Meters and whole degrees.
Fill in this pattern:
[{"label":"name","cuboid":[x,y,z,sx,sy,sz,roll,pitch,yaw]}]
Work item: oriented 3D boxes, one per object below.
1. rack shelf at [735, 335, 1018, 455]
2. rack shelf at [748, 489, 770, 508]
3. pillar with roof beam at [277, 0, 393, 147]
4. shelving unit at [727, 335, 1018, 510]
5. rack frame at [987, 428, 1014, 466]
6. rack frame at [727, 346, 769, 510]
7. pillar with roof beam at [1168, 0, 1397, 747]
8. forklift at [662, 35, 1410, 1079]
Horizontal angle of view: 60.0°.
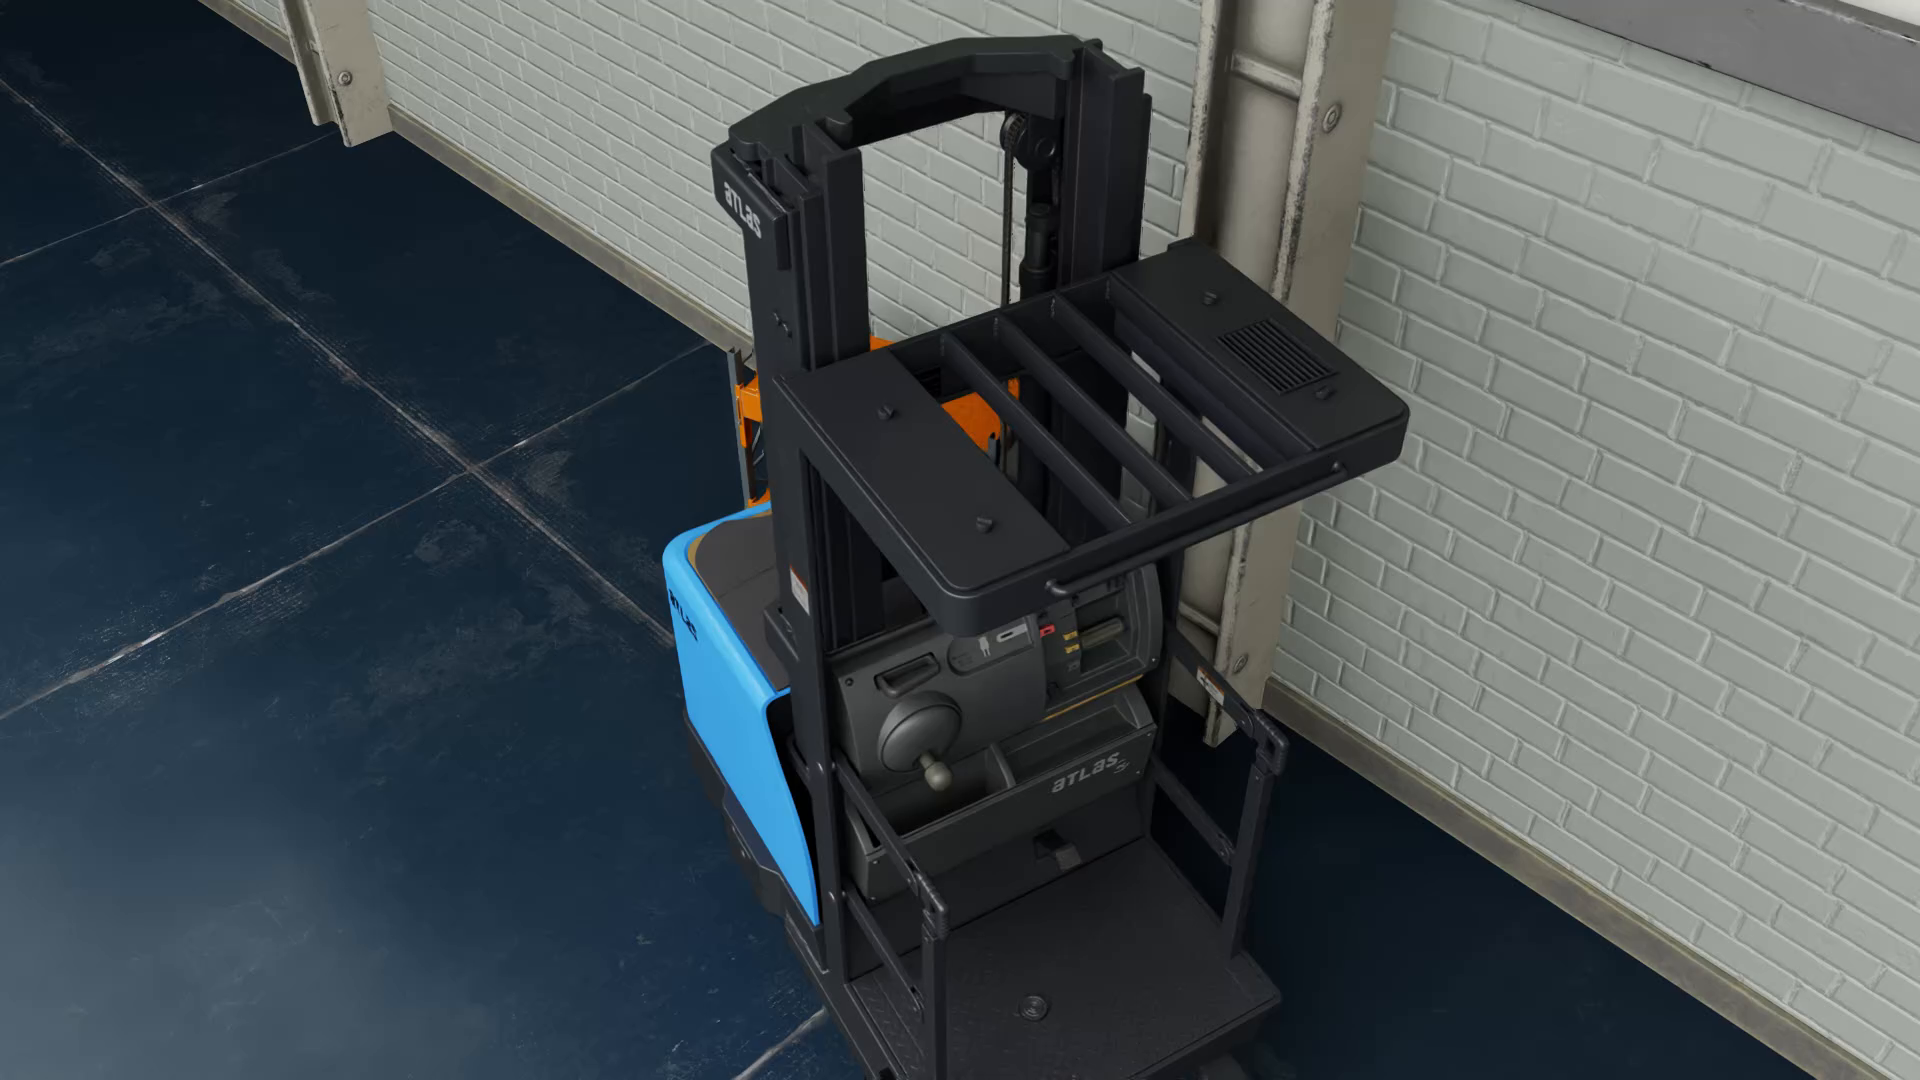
[{"label":"rack shelf","cuboid":[-0.235,-0.443,5.969,1.000,0.278,0.538,19,46,20]},{"label":"rack shelf","cuboid":[-0.235,-0.048,6.334,1.000,0.278,0.538,19,46,20]},{"label":"pillar with roof beam","cuboid":[-6.409,-3.549,3.960,9.100,9.000,0.400,-34,53,-31]},{"label":"shelving unit","cuboid":[-0.235,-0.228,6.168,1.048,1.125,0.538,19,46,20]},{"label":"rack frame","cuboid":[0.217,-0.069,5.996,0.032,1.125,0.500,19,46,20]},{"label":"rack frame","cuboid":[-0.686,-0.387,6.340,0.032,1.125,0.500,19,46,20]},{"label":"pillar with roof beam","cuboid":[-2.172,-0.666,0.840,9.100,9.000,0.400,-34,53,-31]},{"label":"forklift","cuboid":[0.231,0.412,4.145,1.130,2.935,3.031,-21,47,-22]}]
